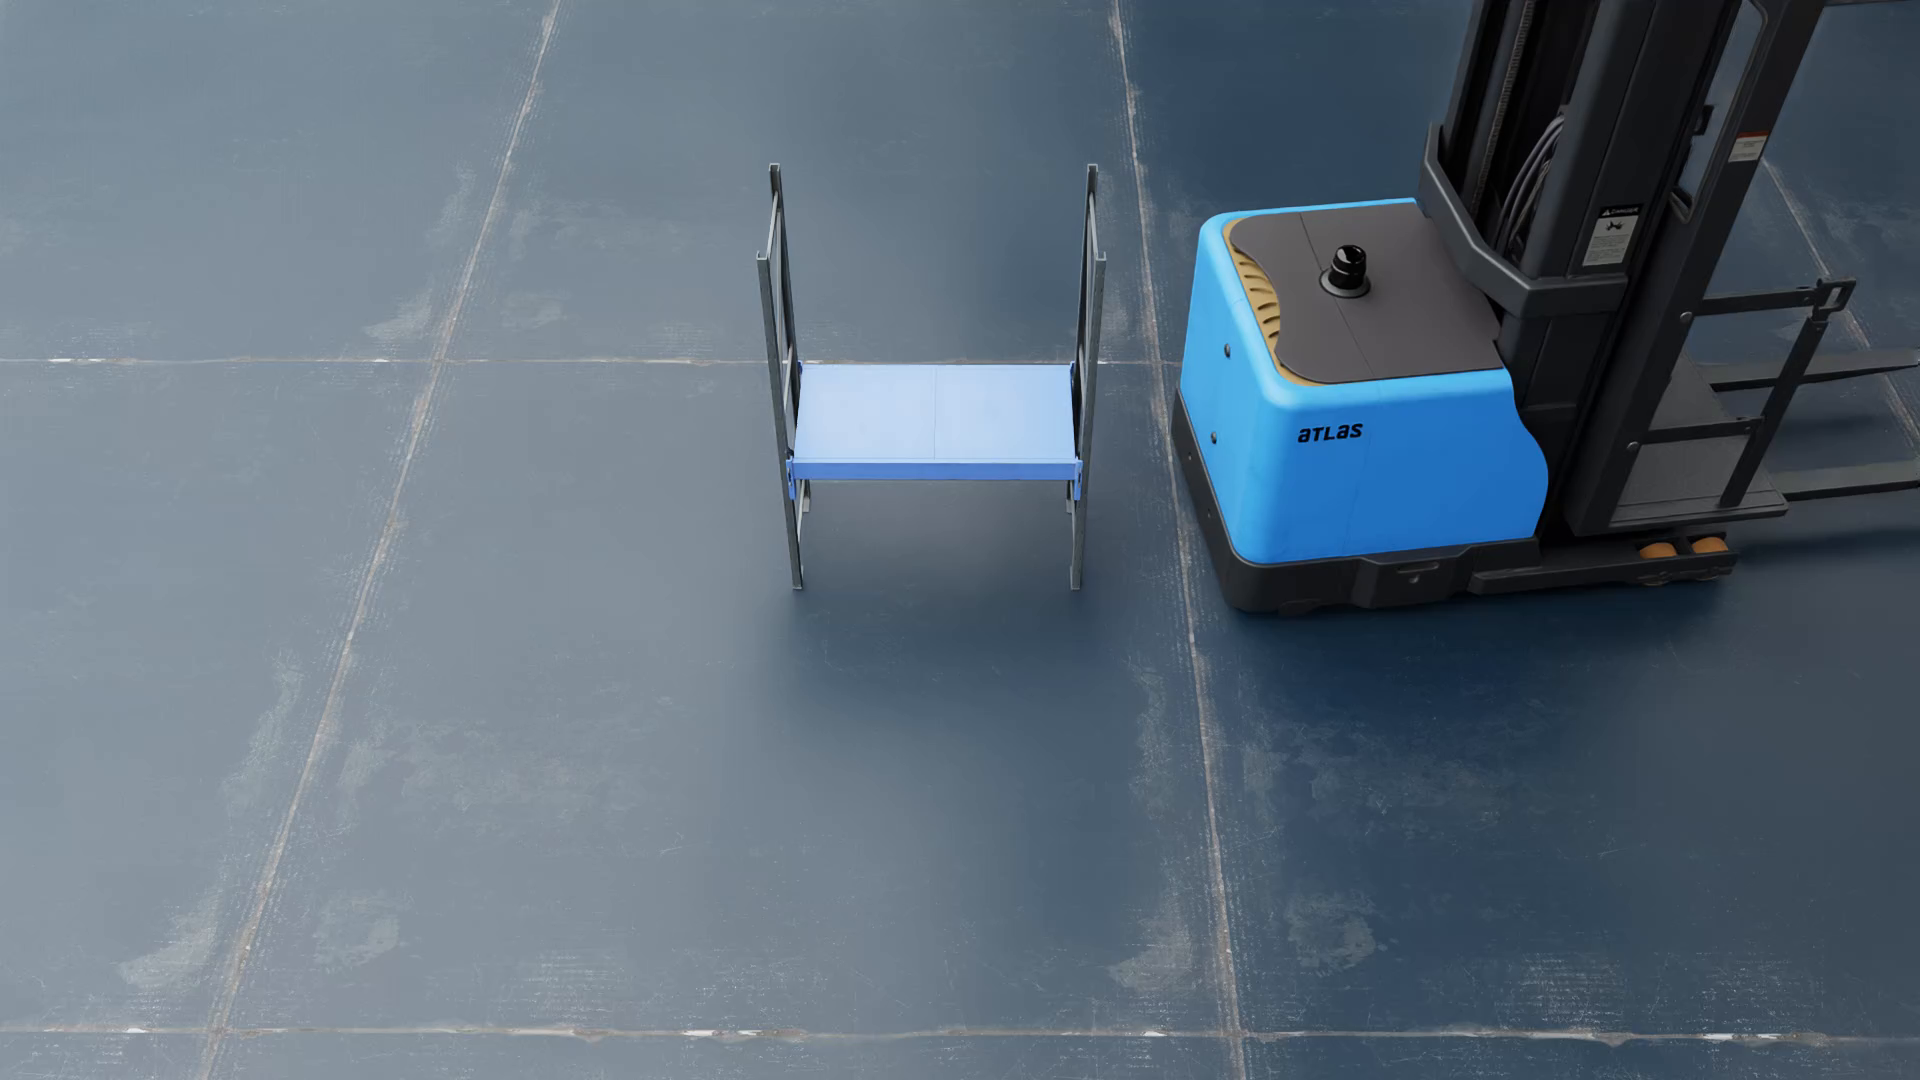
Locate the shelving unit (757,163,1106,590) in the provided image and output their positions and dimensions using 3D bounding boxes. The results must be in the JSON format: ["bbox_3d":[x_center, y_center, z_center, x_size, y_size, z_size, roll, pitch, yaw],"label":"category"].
[{"bbox_3d":[-0.085,-0.511,5.701,1.048,1.500,0.538,0,47,0],"label":"shelving unit"}]

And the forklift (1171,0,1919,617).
[{"bbox_3d":[2.388,-1.211,5.375,3.031,2.935,1.130,-6,47,-5],"label":"forklift"}]

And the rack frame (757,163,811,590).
[{"bbox_3d":[-0.594,-0.513,5.703,0.032,1.500,0.500,0,47,0],"label":"rack frame"}]

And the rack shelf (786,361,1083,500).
[{"bbox_3d":[-0.085,-0.389,5.833,1.000,0.185,0.538,0,47,0],"label":"rack shelf"}]

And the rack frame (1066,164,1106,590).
[{"bbox_3d":[0.423,-0.510,5.700,0.032,1.500,0.500,0,47,0],"label":"rack frame"}]
